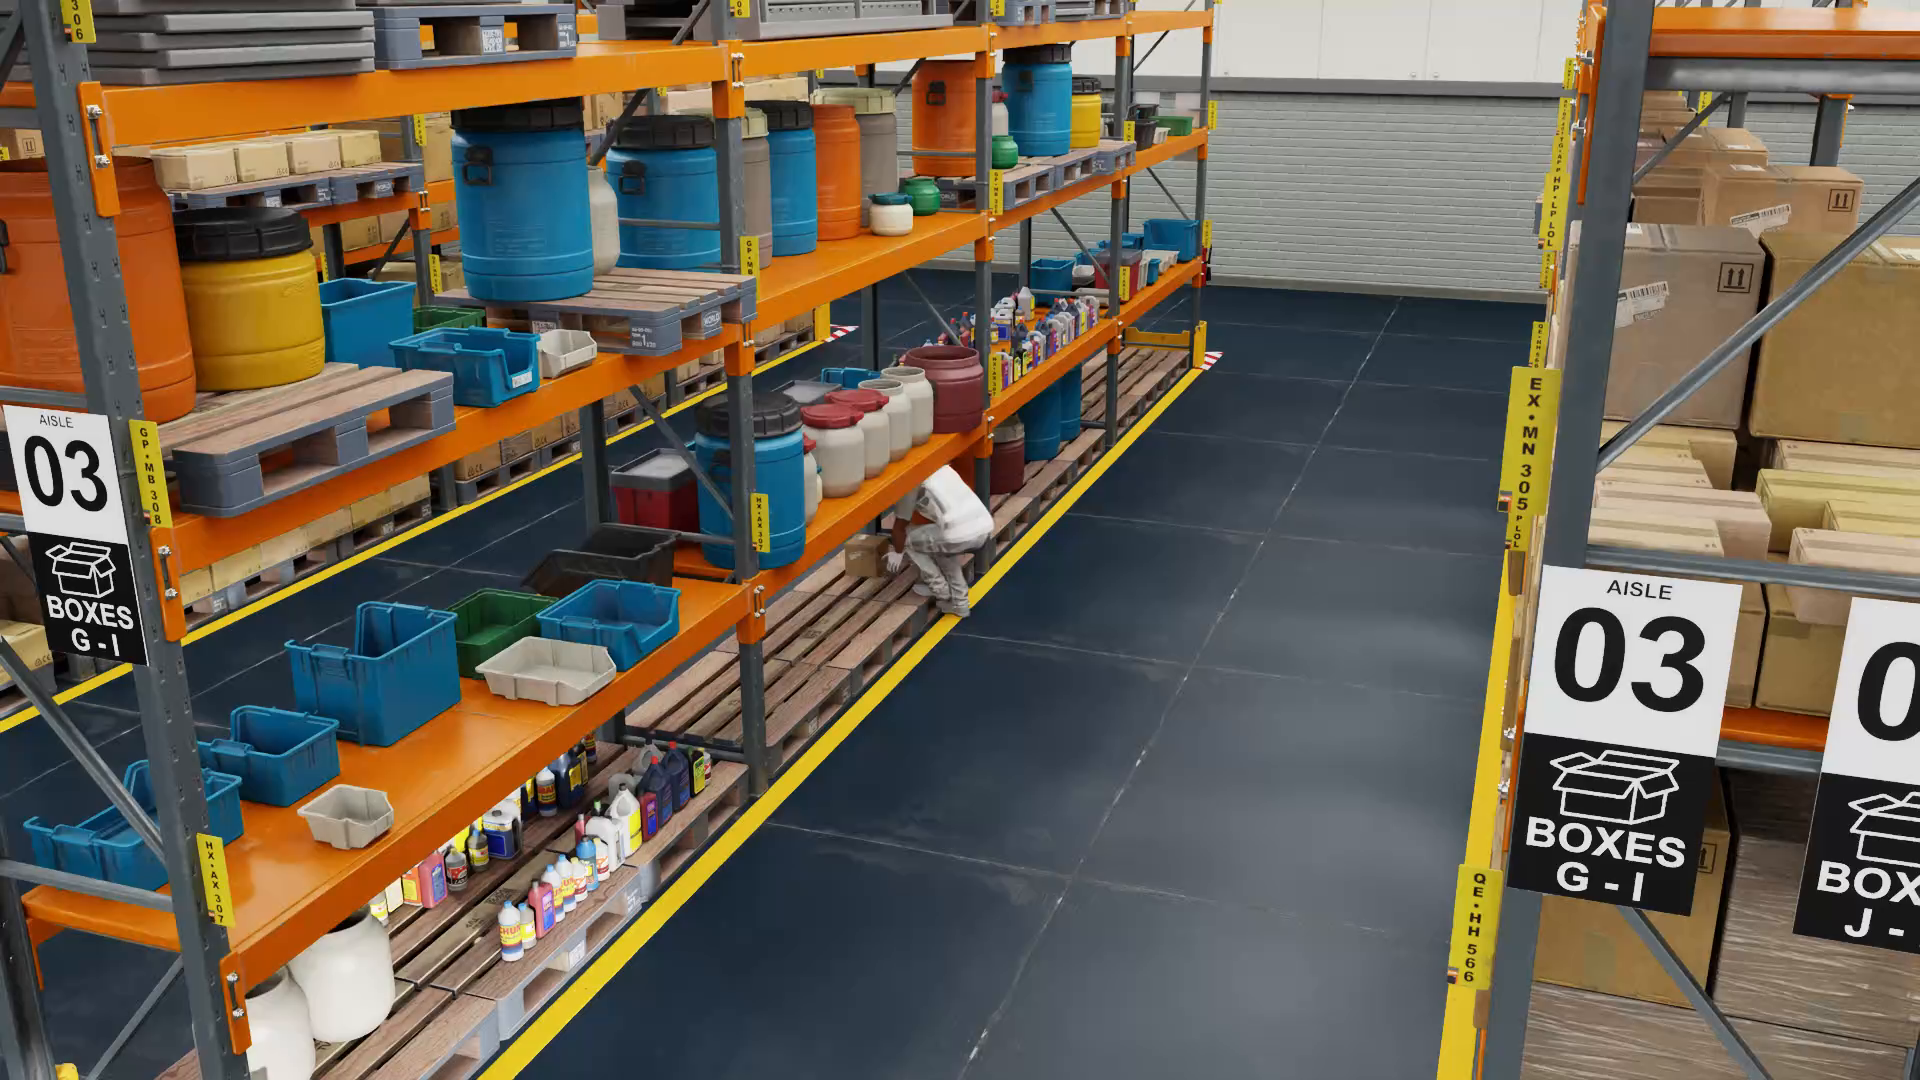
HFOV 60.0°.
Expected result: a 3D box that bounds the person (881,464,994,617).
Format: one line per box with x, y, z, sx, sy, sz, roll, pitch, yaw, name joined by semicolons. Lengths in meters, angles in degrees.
-0.200;-0.024;11.950;0.861;1.247;0.609;13;22;34;person
